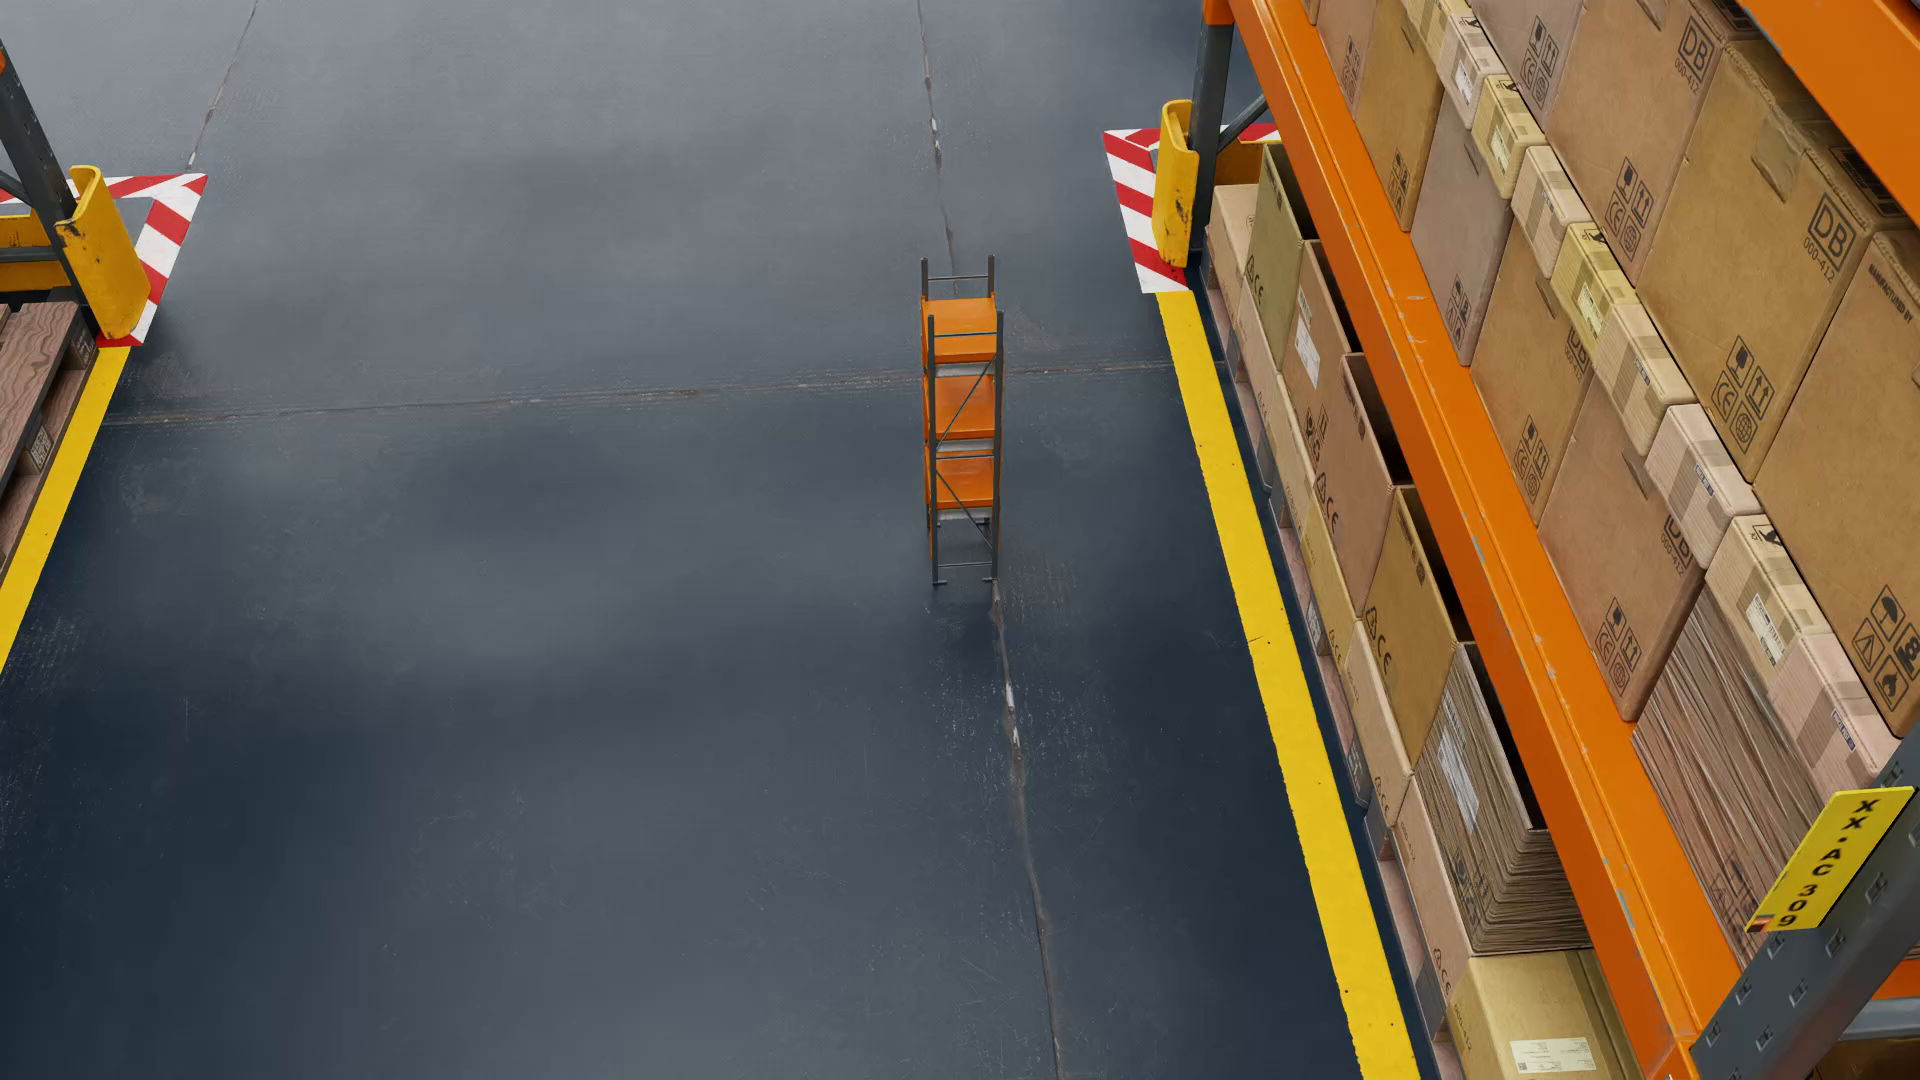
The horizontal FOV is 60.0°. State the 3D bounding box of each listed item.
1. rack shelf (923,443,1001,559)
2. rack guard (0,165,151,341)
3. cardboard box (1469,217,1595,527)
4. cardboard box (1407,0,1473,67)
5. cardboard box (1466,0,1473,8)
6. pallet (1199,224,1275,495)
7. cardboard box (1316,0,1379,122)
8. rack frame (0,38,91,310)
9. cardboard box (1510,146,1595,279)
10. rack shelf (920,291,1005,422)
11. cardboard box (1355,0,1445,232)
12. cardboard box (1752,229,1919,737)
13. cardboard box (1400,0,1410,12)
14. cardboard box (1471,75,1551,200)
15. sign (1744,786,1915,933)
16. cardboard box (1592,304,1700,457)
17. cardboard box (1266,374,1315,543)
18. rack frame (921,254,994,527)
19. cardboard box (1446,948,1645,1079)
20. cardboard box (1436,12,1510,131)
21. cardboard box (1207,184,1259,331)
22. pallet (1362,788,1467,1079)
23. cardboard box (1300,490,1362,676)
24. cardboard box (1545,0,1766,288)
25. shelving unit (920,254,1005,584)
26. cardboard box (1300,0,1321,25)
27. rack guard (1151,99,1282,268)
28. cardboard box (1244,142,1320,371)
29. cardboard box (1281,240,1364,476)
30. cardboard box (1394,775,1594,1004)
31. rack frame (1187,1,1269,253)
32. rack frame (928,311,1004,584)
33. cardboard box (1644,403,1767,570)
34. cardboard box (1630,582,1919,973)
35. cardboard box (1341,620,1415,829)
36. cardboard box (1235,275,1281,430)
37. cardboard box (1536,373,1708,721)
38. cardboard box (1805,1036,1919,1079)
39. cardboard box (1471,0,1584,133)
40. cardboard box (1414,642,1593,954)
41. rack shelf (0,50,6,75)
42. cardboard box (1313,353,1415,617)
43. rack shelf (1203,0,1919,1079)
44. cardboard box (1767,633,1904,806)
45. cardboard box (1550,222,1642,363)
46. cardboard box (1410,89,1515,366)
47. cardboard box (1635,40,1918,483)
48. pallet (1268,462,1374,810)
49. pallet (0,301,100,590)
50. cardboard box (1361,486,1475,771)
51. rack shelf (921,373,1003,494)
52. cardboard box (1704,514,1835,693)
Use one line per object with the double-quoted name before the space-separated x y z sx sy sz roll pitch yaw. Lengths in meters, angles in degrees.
"rack shelf" 0.004 -0.124 5.042 0.215 0.259 0.240 -3 47 -3
"rack guard" -3.552 -0.978 5.832 1.175 0.500 0.348 -3 47 -3
"cardboard box" 1.534 -0.393 3.488 0.700 0.500 0.500 -3 47 -3
"cardboard box" 1.259 -1.217 3.821 0.380 0.149 0.250 -4 47 -4
"cardboard box" 1.454 -1.547 3.686 0.700 0.500 0.500 -3 47 -3
"pallet" 1.437 -0.678 5.747 1.003 0.211 1.213 -3 47 -3
"cardboard box" 1.406 -1.504 4.540 0.700 0.500 0.500 -2 47 -2
"rack frame" -3.605 -1.889 4.973 1.000 3.000 0.127 -3 47 -3
"cardboard box" 1.325 -0.654 3.287 0.380 0.149 0.250 -2 47 -2
"rack shelf" 0.004 -0.510 4.634 0.215 0.259 0.240 -3 47 -3
"cardboard box" 1.442 -1.144 4.199 0.700 0.500 0.500 -3 47 -3
"cardboard box" 1.622 -0.095 2.312 0.700 0.500 0.500 -3 47 -3
"cardboard box" 1.237 -1.401 3.996 0.380 0.149 0.250 -5 47 -5
"cardboard box" 1.300 -0.846 3.469 0.380 0.149 0.250 -2 47 -2
"sign" 1.113 0.416 2.139 0.100 0.325 0.005 -3 47 -3
"cardboard box" 1.363 -0.293 2.946 0.380 0.149 0.250 -4 47 -3
"cardboard box" 1.241 -0.262 5.037 0.500 0.250 0.500 -3 47 -3
"rack frame" -0.006 -0.411 4.916 0.200 1.050 0.008 -3 47 -3
"cardboard box" 1.409 1.185 3.666 0.500 0.250 0.500 -3 47 -3
"cardboard box" 1.277 -1.036 3.650 0.380 0.149 0.250 -3 47 -3
"cardboard box" 1.154 -0.985 5.722 0.500 0.250 0.500 -3 47 -3
"pallet" 1.641 1.087 4.075 1.003 0.211 1.213 -3 47 -3
"cardboard box" 1.278 0.100 4.694 0.500 0.250 0.500 -3 47 -3
"cardboard box" 1.538 -0.823 3.001 0.700 0.500 0.500 -4 47 -3
"shelving unit" 0.004 -0.322 4.832 0.215 1.050 0.252 -3 47 -3
"cardboard box" 1.357 -1.884 4.899 0.700 0.500 0.500 -3 47 -3
"rack guard" 1.329 -1.346 6.180 1.175 0.500 0.348 -3 47 -3
"cardboard box" 1.198 -0.881 5.107 0.500 0.500 0.500 -3 47 -3
"cardboard box" 1.253 -0.520 4.765 0.500 0.500 0.500 -3 47 -3
"cardboard box" 1.377 0.823 4.009 0.500 0.250 0.500 -3 47 -3
"rack frame" 1.331 -2.188 5.256 1.000 3.000 0.127 -3 47 -3
"rack frame" 0.015 -0.234 4.749 0.200 1.050 0.008 -3 47 -3
"cardboard box" 1.386 -0.103 2.766 0.380 0.149 0.250 -5 47 -4
"cardboard box" 1.622 0.351 2.783 0.700 0.500 0.500 -5 47 -4
"cardboard box" 1.321 0.462 4.351 0.500 0.250 0.500 -3 47 -3
"cardboard box" 1.200 -0.624 5.379 0.500 0.250 0.500 -3 47 -3
"cardboard box" 1.572 -0.030 3.144 0.700 0.500 0.500 -4 47 -4
"cardboard box" 1.939 0.895 3.425 0.500 0.500 0.500 -3 47 -3
"cardboard box" 1.496 -1.184 3.343 0.700 0.500 0.500 -3 47 -3
"cardboard box" 1.379 0.565 3.737 0.500 0.500 0.500 -3 47 -3
"rack shelf" -3.438 -0.195 3.864 1.077 0.370 4.000 -3 47 -3
"cardboard box" 1.277 -0.158 4.421 0.500 0.500 0.500 -3 47 -3
"rack shelf" 1.498 -0.493 4.147 1.077 0.370 4.000 -3 47 -3
"cardboard box" 1.430 0.265 2.417 0.380 0.149 0.250 -4 47 -3
"cardboard box" 1.346 -0.471 3.115 0.380 0.149 0.250 -4 47 -3
"cardboard box" 1.490 -0.764 3.838 0.700 0.500 0.500 -2 47 -2
"cardboard box" 1.579 -0.460 2.658 0.700 0.500 0.500 -4 47 -3
"pallet" 1.536 0.202 4.913 1.003 0.211 1.213 -3 47 -3
"pallet" -3.489 -0.290 5.380 1.003 0.211 1.213 -3 47 -3
"cardboard box" 1.333 0.203 4.080 0.500 0.500 0.500 -3 47 -3
"rack shelf" 0.004 -0.315 4.840 0.215 0.259 0.240 -3 47 -3
"cardboard box" 1.411 0.086 2.587 0.380 0.149 0.250 -4 47 -4
